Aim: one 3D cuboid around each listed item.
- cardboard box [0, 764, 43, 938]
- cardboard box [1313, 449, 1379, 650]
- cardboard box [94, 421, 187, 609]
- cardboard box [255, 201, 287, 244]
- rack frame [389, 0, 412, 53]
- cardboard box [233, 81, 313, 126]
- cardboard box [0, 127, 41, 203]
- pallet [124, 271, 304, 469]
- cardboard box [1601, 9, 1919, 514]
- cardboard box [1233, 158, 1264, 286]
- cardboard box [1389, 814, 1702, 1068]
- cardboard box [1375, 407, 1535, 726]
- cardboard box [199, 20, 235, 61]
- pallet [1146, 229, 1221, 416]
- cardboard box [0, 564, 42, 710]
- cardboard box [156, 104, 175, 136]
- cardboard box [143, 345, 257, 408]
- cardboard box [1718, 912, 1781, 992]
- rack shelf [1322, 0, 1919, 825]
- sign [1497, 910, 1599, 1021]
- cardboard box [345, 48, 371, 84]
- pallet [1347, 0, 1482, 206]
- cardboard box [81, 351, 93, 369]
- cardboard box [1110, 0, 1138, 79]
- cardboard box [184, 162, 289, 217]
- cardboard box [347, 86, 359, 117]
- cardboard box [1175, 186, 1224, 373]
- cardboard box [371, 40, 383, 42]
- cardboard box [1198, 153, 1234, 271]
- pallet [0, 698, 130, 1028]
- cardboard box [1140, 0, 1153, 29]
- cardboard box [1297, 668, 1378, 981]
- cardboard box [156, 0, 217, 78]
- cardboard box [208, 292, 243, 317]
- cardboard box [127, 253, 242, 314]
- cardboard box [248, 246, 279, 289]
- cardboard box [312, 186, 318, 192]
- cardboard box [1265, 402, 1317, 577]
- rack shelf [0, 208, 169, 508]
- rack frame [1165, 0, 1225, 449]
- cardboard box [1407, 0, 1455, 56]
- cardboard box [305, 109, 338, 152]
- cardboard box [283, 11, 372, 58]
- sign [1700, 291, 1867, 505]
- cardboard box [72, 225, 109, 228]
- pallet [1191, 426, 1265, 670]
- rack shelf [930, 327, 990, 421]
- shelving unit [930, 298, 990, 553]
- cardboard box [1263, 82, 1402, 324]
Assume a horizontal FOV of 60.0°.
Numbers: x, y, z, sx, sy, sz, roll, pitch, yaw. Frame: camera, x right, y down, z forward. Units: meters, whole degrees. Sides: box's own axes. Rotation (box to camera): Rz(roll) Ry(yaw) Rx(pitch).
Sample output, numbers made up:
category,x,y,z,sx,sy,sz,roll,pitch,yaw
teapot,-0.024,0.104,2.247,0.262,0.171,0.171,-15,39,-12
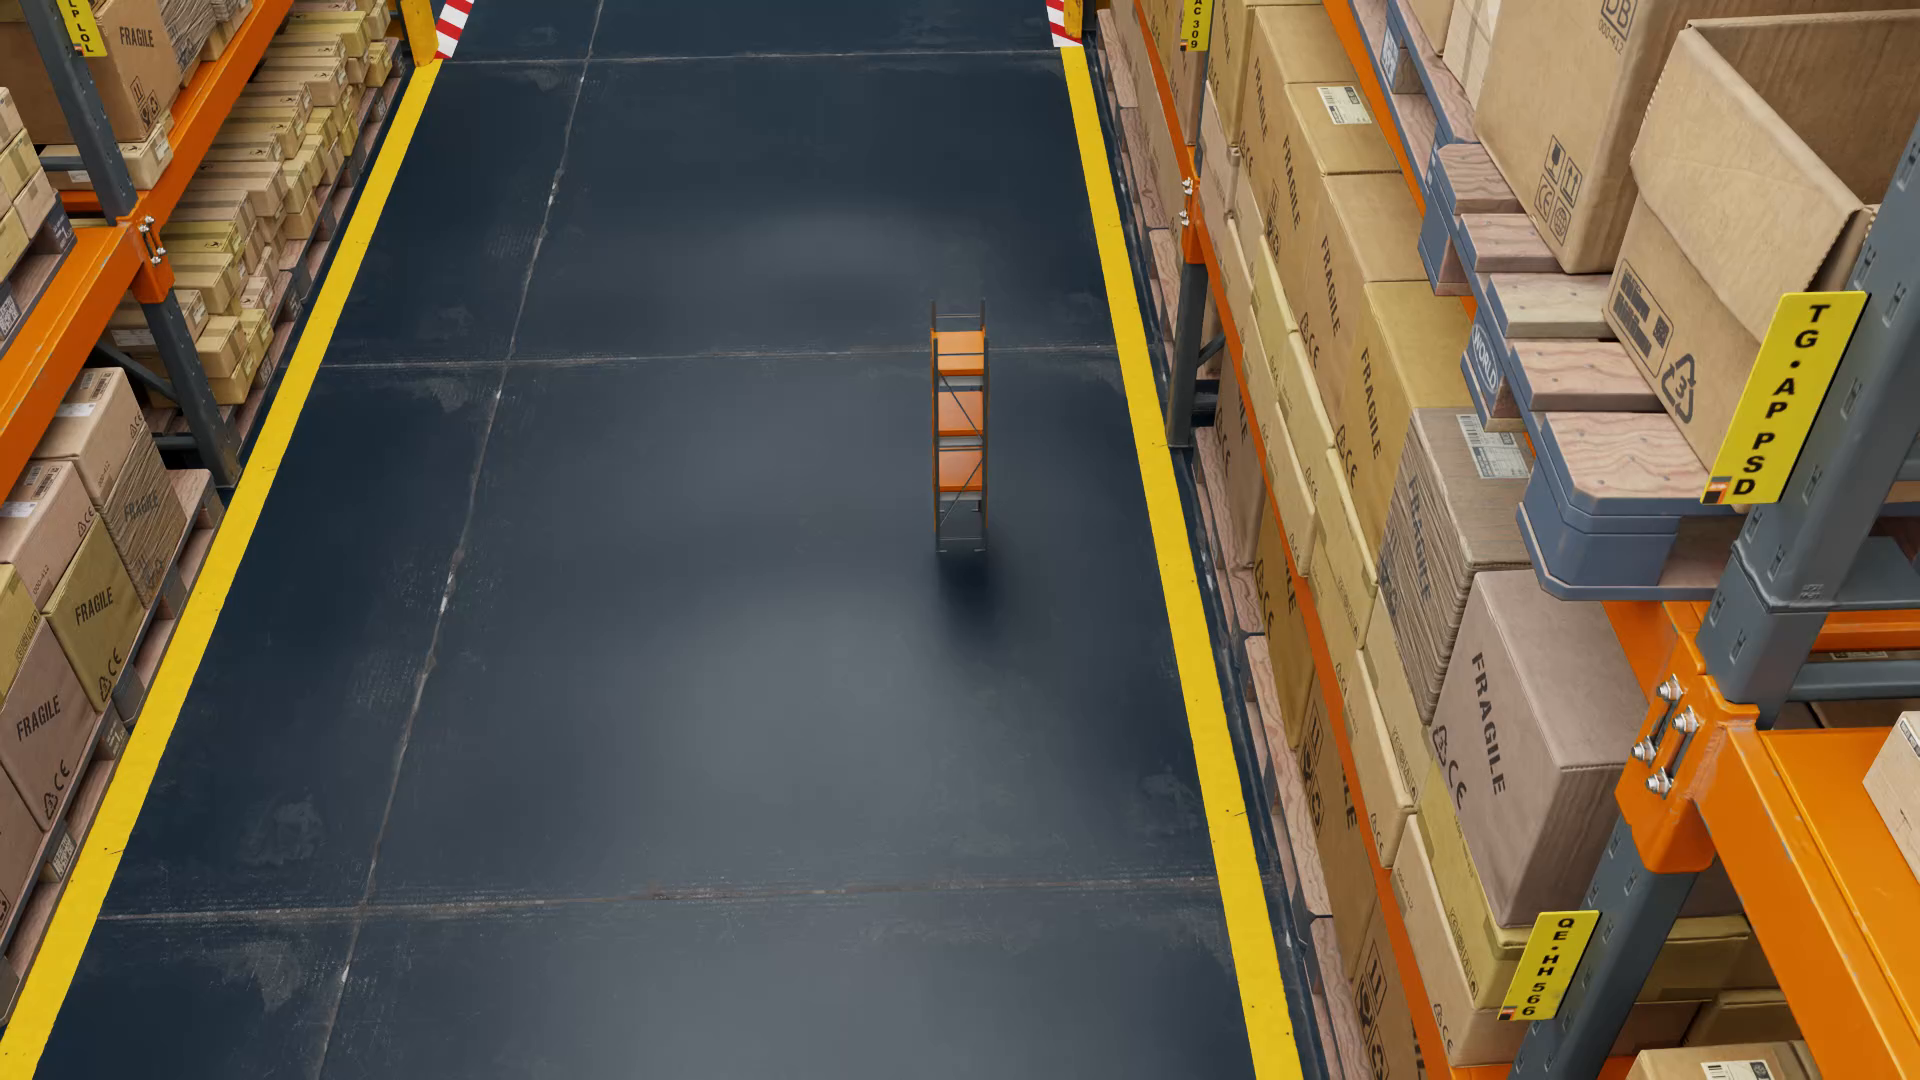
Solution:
category,x,y,z,sx,sy,sz,roll,pitch,yaw
cardboard box,-3.202,0.953,5.030,0.500,0.500,0.500,-3,43,-3
cardboard box,1.224,0.007,4.264,0.500,0.250,0.500,-3,43,-3
cardboard box,-3.262,-0.085,6.161,0.500,0.500,0.500,-2,43,-3
cardboard box,-3.384,-1.511,7.758,0.380,0.149,0.250,0,43,0
rack frame,-3.715,-4.044,8.942,1.000,3.000,0.127,-2,43,-2
cardboard box,-3.433,-2.137,8.220,0.380,0.149,0.250,-3,43,-3
cardboard box,-3.331,-1.253,5.552,0.380,0.149,0.250,0,43,0
pallet,-3.609,-0.768,7.432,1.003,0.211,1.213,-2,43,-2
cardboard box,1.399,-0.402,2.362,0.797,0.503,0.637,-4,43,-4
cardboard box,1.183,-1.027,5.391,0.500,0.250,0.500,-1,43,-1
cardboard box,1.285,0.868,3.694,0.500,0.250,0.500,-3,43,-3
cardboard box,1.253,0.053,3.658,0.500,0.500,0.500,-1,43,-1
cardboard box,-3.330,-2.158,7.071,0.380,0.149,0.250,-1,43,-1
pallet,1.442,-1.042,7.730,1.003,0.211,1.213,-2,43,-2
cardboard box,-3.216,0.346,5.137,0.500,0.250,0.500,-3,43,-4
cardboard box,-3.315,-1.624,6.488,0.380,0.149,0.250,0,43,-1
cardboard box,-3.239,-0.703,7.096,0.380,0.149,0.250,-3,43,-4
cardboard box,1.791,0.668,3.542,0.500,0.250,0.500,-2,43,-2
rack shelf,1.481,-1.044,3.982,1.077,0.370,4.000,-2,43,-2
sign,1.012,0.738,2.868,0.100,0.325,0.005,-2,43,-2
cardboard box,-3.383,-2.559,8.900,0.380,0.149,0.250,-3,43,-4
pallet,1.435,-1.078,3.626,1.003,0.211,1.213,0,43,0
cardboard box,-3.876,-0.761,6.939,0.380,0.149,0.250,-1,43,-1
cardboard box,1.354,-3.022,9.412,0.875,0.438,0.875,-3,43,-3
cardboard box,-3.328,-1.612,7.647,0.380,0.149,0.250,-1,43,-1
cardboard box,-3.423,-2.281,8.817,0.380,0.149,0.250,-1,43,-1
cardboard box,1.477,-1.191,7.415,0.875,0.438,0.875,-2,43,-2
cardboard box,-3.484,-2.798,9.382,0.380,0.149,0.250,-1,43,-1
cardboard box,1.151,-1.194,5.944,0.500,0.250,0.500,-3,43,-3
pallet,-3.456,1.035,5.464,1.003,0.211,1.213,-2,43,-2
cardboard box,1.058,-2.583,7.274,0.500,0.500,0.500,-2,43,-2
cardboard box,1.586,0.704,5.024,0.875,0.875,0.875,-1,43,-1
cardboard box,-3.342,-2.166,6.599,0.500,0.500,0.500,-2,43,-2
cardboard box,-3.341,-0.979,7.177,0.380,0.149,0.250,-1,43,-1
cardboard box,-3.305,-1.093,7.081,0.380,0.149,0.250,0,43,0
cardboard box,-3.374,-1.218,7.658,0.380,0.149,0.250,-2,43,-3
cardboard box,-3.423,-1.752,8.241,0.380,0.149,0.250,-1,43,-1
cardboard box,1.193,-0.160,4.816,0.500,0.250,0.500,-2,43,-2
rack shelf,-3.460,0.272,4.766,1.077,0.370,4.000,-2,43,-2
rack frame,1.396,-1.554,6.225,1.000,3.000,0.127,-2,43,-2
cardboard box,1.202,-1.332,3.379,0.500,0.500,0.500,-1,43,-1
cardboard box,-3.356,-2.036,8.330,0.380,0.149,0.250,0,43,0
cardboard box,-3.348,-2.675,8.807,0.380,0.149,0.250,-3,43,-3
sign,1.011,-0.169,2.053,0.100,0.325,0.005,-2,43,-2
cardboard box,-3.888,-1.239,7.240,0.380,0.149,0.250,-2,43,-2
pallet,1.504,-0.007,6.602,1.003,0.211,1.213,-2,43,-2
rack shelf,-0.002,-0.625,6.250,0.215,0.259,0.240,-2,43,-2
shelving unit,-0.002,-0.423,6.435,0.215,1.050,0.252,-2,43,-2
cardboard box,1.196,-0.973,4.777,0.500,0.500,0.500,-3,43,-3
